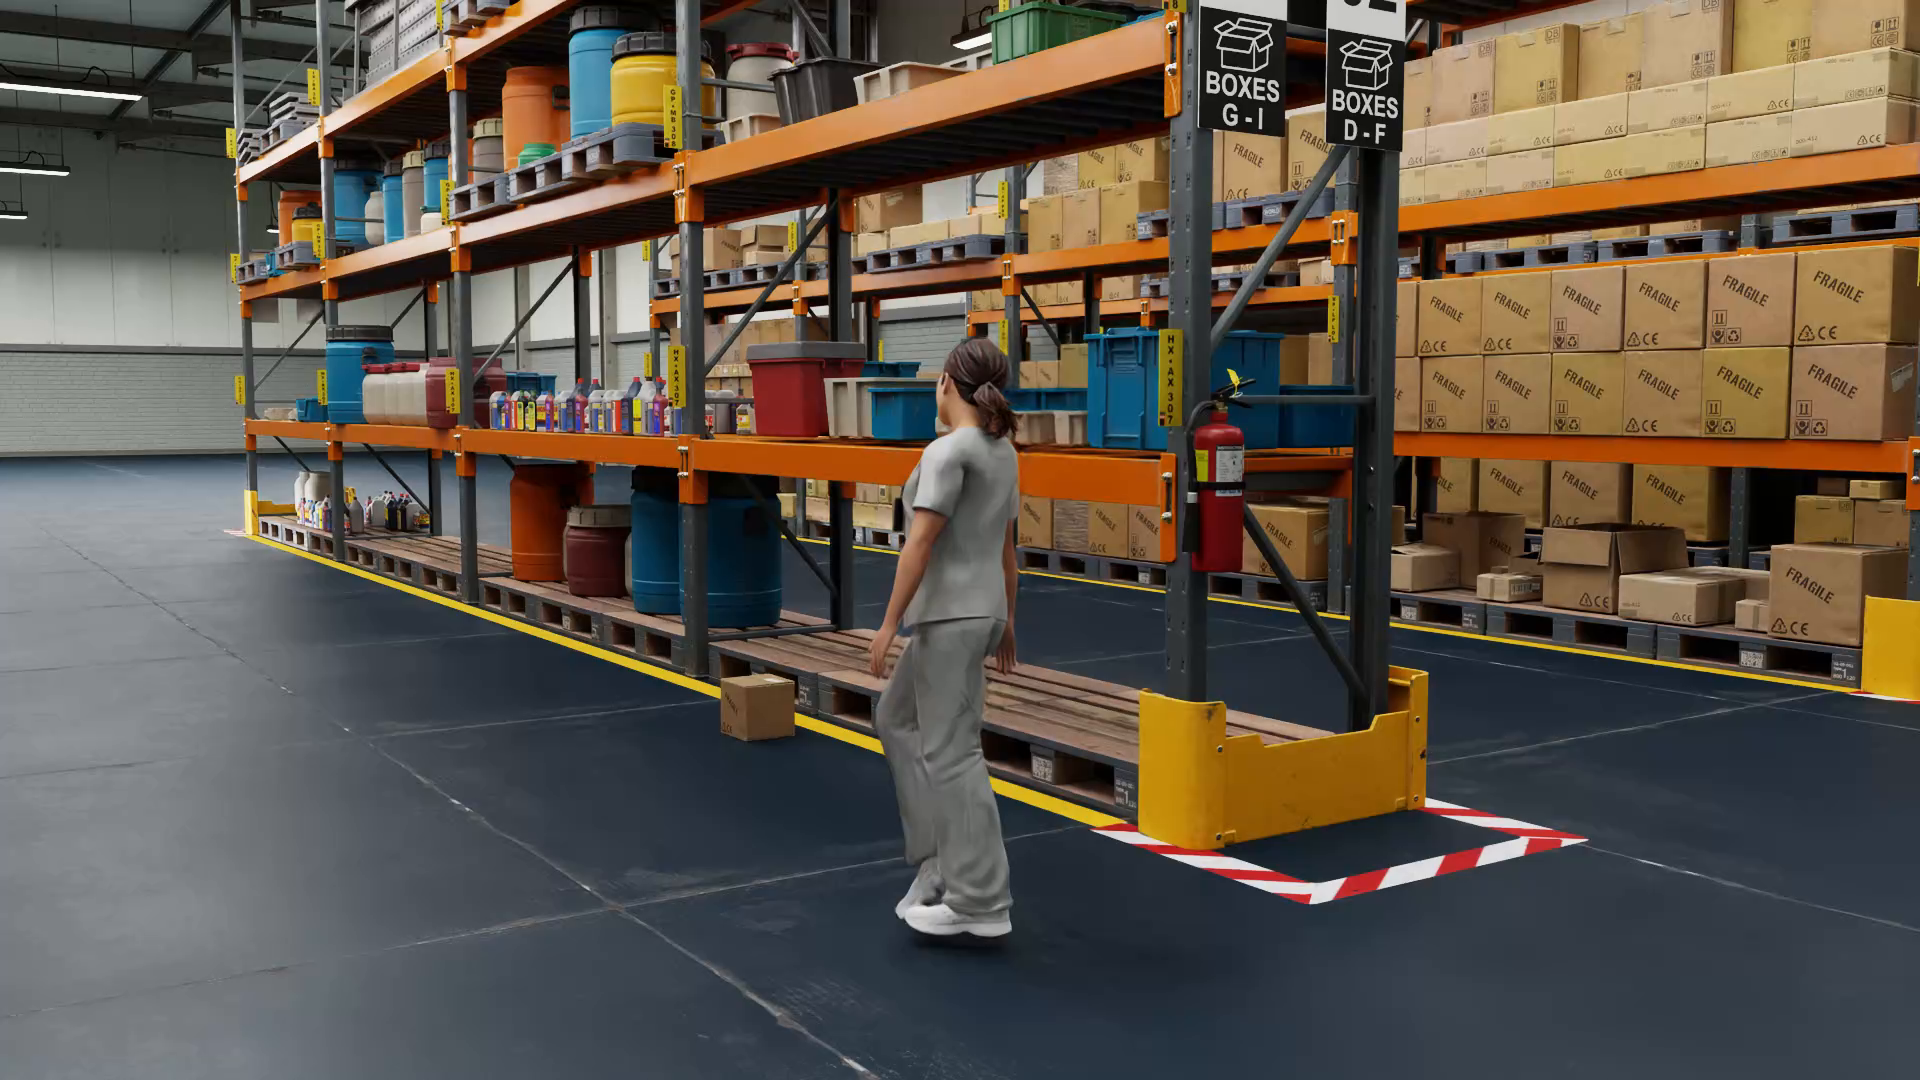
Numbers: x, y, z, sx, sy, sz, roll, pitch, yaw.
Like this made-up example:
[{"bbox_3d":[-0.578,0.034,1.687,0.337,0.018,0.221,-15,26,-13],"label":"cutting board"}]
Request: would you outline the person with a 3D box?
[{"bbox_3d":[-0.051,0.274,4.712,0.515,1.685,0.551,2,5,24],"label":"person"}]
